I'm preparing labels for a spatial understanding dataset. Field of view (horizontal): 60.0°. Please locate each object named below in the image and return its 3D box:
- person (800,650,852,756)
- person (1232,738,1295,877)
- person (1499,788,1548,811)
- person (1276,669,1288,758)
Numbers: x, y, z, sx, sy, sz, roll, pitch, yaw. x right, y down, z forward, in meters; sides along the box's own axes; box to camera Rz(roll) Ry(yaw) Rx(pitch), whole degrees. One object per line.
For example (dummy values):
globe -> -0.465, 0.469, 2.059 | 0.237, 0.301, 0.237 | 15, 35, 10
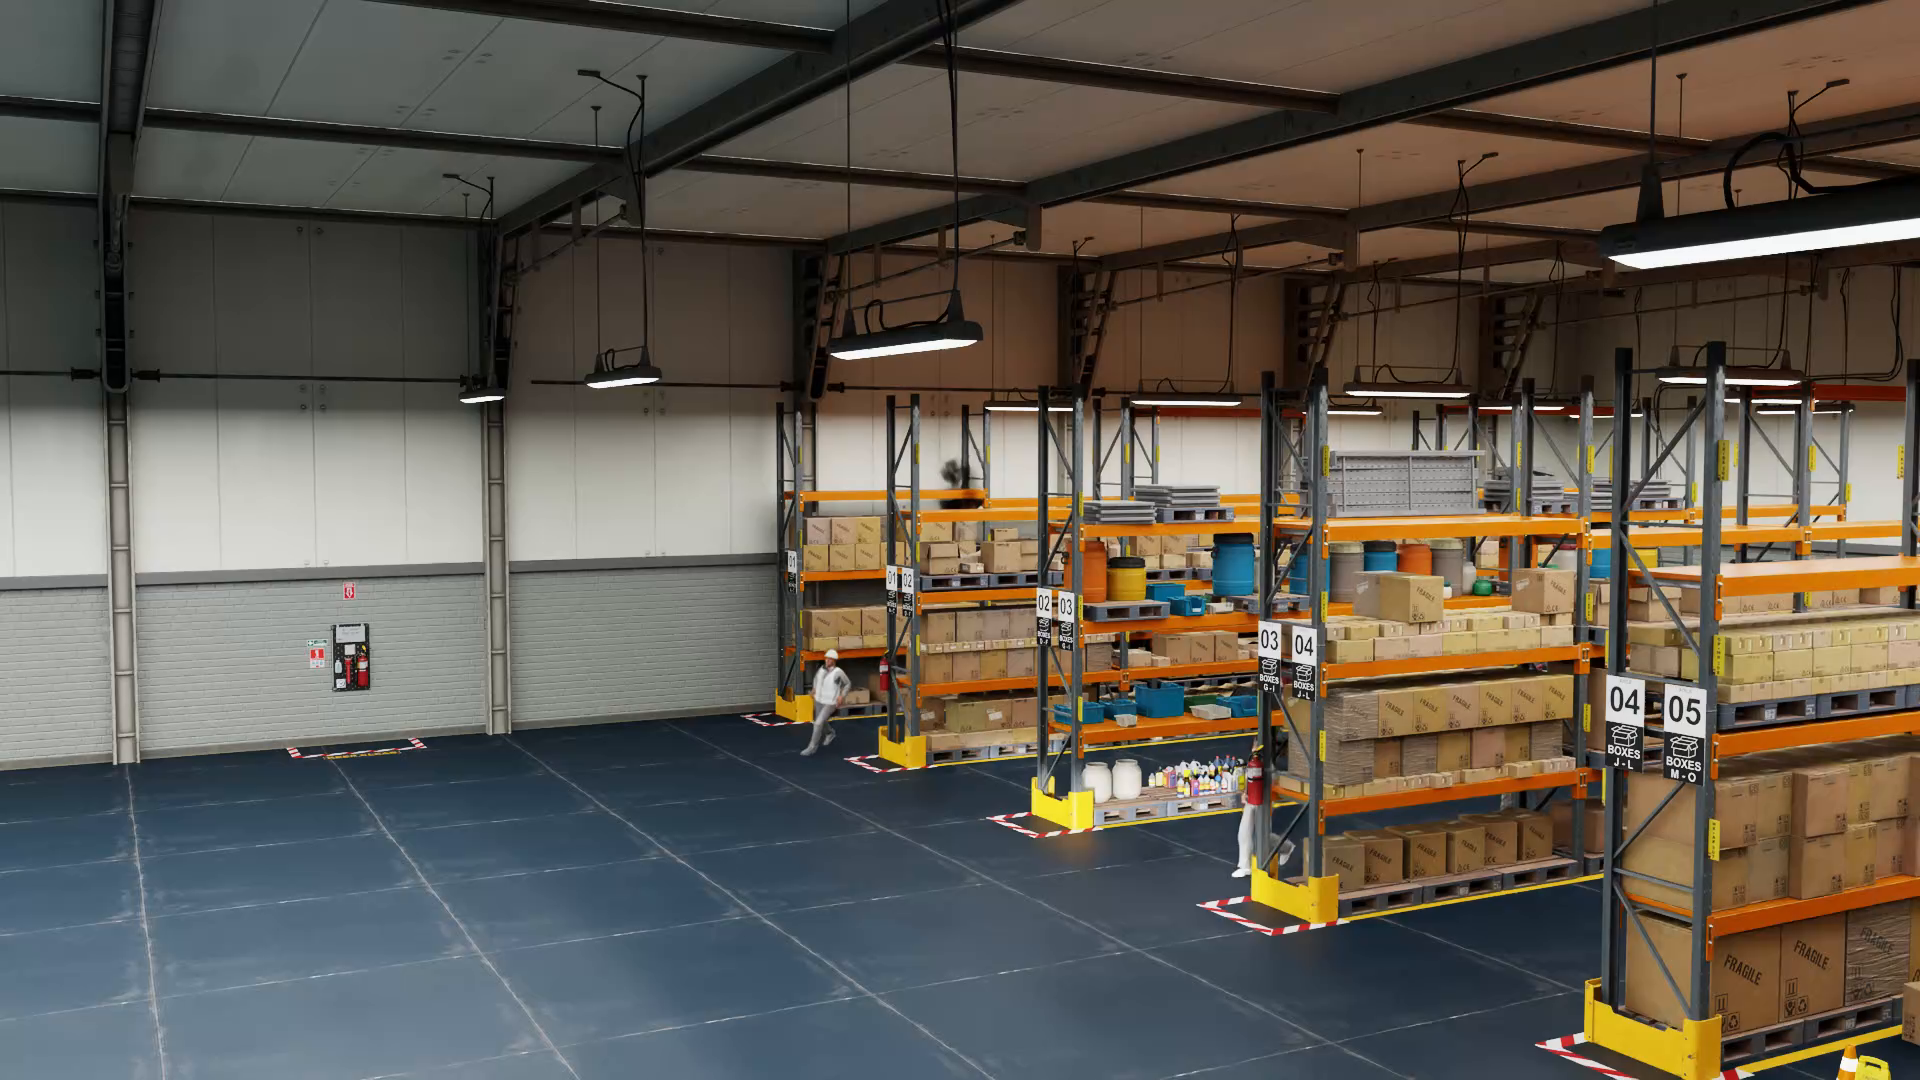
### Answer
person -> -2.229, 2.705, 27.860 | 0.723, 1.744, 0.957 | 3, 4, 38
person -> 3.638, 3.199, 20.026 | 0.877, 1.657, 0.588 | -2, 4, -28
person -> 7.825, 3.011, 23.140 | 0.848, 1.696, 0.594 | -2, 4, -36
person -> 5.044, 2.795, 26.537 | 0.704, 1.749, 0.656 | -2, 4, -36
